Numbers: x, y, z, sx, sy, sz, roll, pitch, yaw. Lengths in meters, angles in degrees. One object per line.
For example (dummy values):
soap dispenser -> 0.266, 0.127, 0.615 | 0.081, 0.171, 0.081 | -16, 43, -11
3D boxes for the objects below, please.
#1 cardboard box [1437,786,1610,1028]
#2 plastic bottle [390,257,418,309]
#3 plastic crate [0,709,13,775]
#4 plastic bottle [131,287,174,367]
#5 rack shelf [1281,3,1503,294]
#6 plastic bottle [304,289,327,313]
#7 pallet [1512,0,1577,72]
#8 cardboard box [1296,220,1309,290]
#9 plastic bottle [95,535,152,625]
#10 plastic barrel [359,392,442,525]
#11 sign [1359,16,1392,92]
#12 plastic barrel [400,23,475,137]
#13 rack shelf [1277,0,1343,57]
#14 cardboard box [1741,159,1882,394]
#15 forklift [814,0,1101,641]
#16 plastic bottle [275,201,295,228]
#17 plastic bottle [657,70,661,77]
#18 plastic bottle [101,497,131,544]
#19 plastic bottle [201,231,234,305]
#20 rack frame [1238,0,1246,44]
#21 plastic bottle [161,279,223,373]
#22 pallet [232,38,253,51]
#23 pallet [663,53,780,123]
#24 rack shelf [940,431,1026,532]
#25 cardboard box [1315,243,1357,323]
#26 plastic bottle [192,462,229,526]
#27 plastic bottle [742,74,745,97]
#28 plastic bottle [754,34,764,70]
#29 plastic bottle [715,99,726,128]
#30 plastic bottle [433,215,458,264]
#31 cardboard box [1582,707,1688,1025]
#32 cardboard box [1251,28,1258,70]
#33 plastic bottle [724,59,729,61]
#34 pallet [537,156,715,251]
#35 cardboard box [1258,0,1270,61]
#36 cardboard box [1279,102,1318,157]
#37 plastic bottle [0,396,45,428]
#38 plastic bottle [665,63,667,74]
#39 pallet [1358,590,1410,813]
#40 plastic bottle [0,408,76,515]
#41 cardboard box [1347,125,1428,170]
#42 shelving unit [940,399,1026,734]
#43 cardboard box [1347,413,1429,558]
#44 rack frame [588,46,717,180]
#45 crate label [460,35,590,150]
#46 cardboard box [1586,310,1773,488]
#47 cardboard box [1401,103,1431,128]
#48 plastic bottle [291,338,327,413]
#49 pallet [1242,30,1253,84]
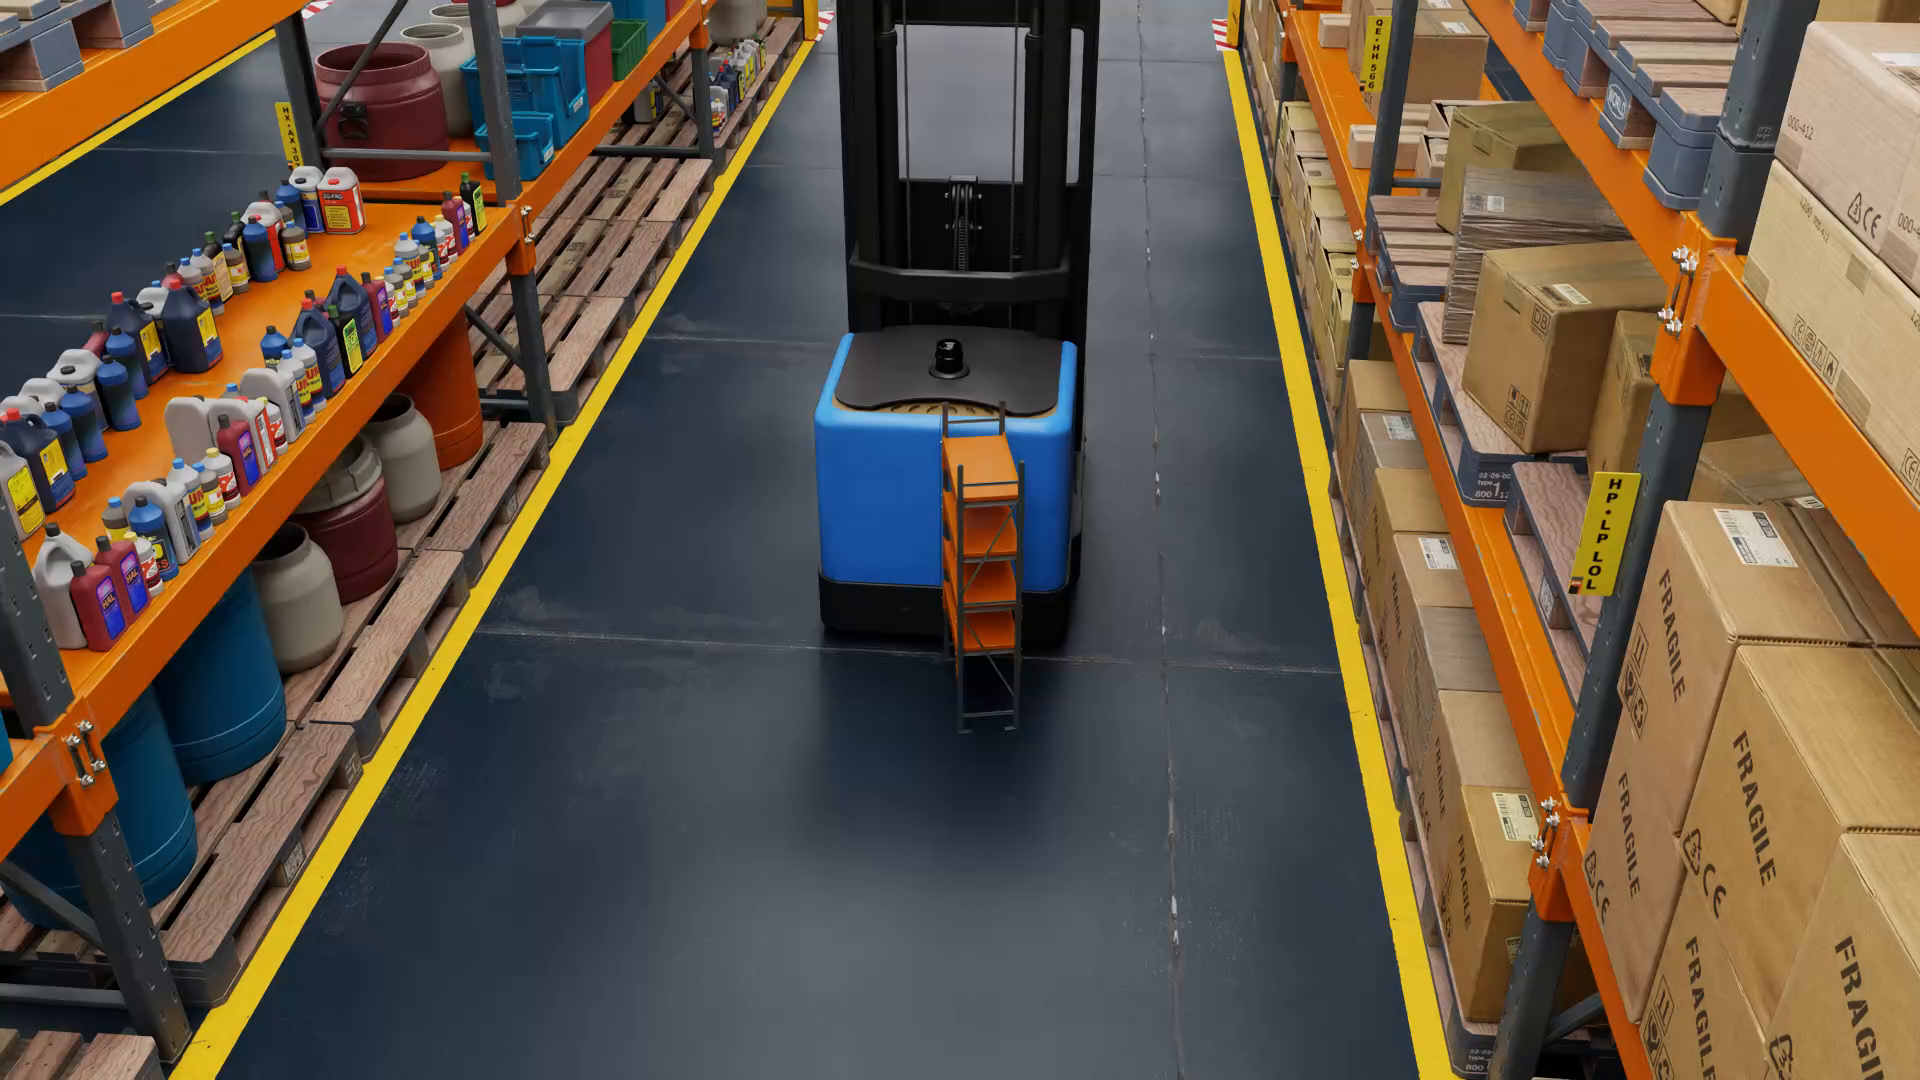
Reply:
cardboard box -> 1.781, 1.110, 5.052 | 0.500, 0.500, 0.500 | 2, 32, 4
plastic bottle -> -2.278, -1.052, 6.788 | 0.097, 0.201, 0.097 | 0, 32, 0
plastic crate -> -2.608, 0.530, 3.988 | 0.392, 0.384, 0.575 | 2, 32, 4
plastic bottle -> -3.055, -0.811, 6.325 | 0.152, 0.276, 0.135 | 2, 32, 4
rack shelf -> 2.515, -2.327, 9.353 | 1.077, 0.370, 4.000 | 2, 32, 4
plastic bottle -> -2.444, -0.834, 6.355 | 0.061, 0.283, 0.133 | 2, 32, 4
pallet -> 2.231, -1.574, 4.764 | 1.213, 0.211, 1.003 | 2, 32, 4
cardboard box -> 2.273, -1.683, 9.843 | 0.500, 0.250, 0.500 | 3, 32, 5
plastic bottle -> -2.444, 0.097, 4.845 | 0.061, 0.283, 0.133 | 2, 32, 4
plastic barrel -> -2.564, -0.365, 7.455 | 0.421, 0.512, 0.421 | 0, 32, 0
sign -> 1.798, -2.103, 7.199 | 0.100, 0.325, 0.005 | 2, 32, 4
plastic barrel -> -2.714, -2.396, 8.672 | 0.421, 0.512, 0.421 | 0, 32, 0
rack shelf -> 2.840, -4.419, 12.747 | 1.077, 0.370, 4.000 | 2, 32, 4
cardboard box -> 1.740, -0.466, 2.930 | 0.500, 0.250, 0.500 | 2, 32, 4
forklift -> 0.057, -1.577, 7.515 | 1.130, 2.935, 3.031 | 3, 32, 4
plastic bottle -> -2.987, -1.394, 7.342 | 0.097, 0.201, 0.097 | 0, 32, 0
plastic bottle -> -2.348, -3.551, 12.823 | 0.061, 0.283, 0.133 | 2, 32, 4
plastic bottle -> -2.589, -0.038, 5.142 | 0.097, 0.201, 0.097 | 0, 32, 0
plastic bottle -> -3.055, -1.108, 6.801 | 0.061, 0.283, 0.133 | 2, 32, 4
rack frame -> 3.003, -5.771, 14.255 | 1.000, 3.000, 0.127 | 2, 32, 4
plastic bottle -> -2.909, -0.823, 6.274 | 0.144, 0.351, 0.185 | 2, 32, 4
pallet -> -6.977, -4.546, 14.925 | 1.003, 0.211, 1.213 | 2, 32, 4
pallet -> -2.066, -3.695, 13.544 | 1.003, 0.211, 1.213 | 2, 32, 4
rack shelf -> 0.081, -0.223, 6.219 | 0.258, 0.148, 0.480 | -4, 32, -6
cardboard box -> 2.185, -1.391, 8.834 | 0.500, 0.311, 0.500 | 2, 32, 3
plastic bottle -> -2.418, -0.153, 5.328 | 0.097, 0.201, 0.097 | 0, 32, 0
plastic bottle -> -1.718, -3.539, 12.881 | 0.097, 0.201, 0.097 | 0, 32, 0
plastic bottle -> -1.637, -3.974, 13.510 | 0.061, 0.283, 0.133 | 3, 32, 5
plastic bottle -> -1.780, -3.143, 12.239 | 0.097, 0.201, 0.097 | 0, 32, 0
plastic bottle -> -2.239, -1.307, 7.201 | 0.097, 0.201, 0.097 | 0, 32, 0
cardboard box -> 1.713, 0.716, 3.633 | 0.500, 0.500, 0.500 | 3, 32, 5
cardboard box -> 2.660, -3.985, 13.578 | 0.500, 0.250, 0.500 | 2, 32, 4
plastic bottle -> -1.838, -3.694, 13.133 | 0.097, 0.201, 0.097 | 0, 32, 0
pallet -> -2.284, -2.293, 11.270 | 1.003, 0.211, 1.213 | 2, 32, 4
cardboard box -> 2.613, -4.043, 12.958 | 0.500, 0.500, 0.500 | 2, 32, 4
cardboard box -> 2.396, -2.721, 10.992 | 0.500, 0.311, 0.500 | 3, 32, 4
plastic bottle -> -3.130, -0.331, 5.547 | 0.152, 0.276, 0.135 | 2, 32, 4
plastic bottle -> -2.419, -3.896, 13.395 | 0.097, 0.271, 0.097 | 0, 32, 0
pallet -> 2.152, 0.624, 6.536 | 1.003, 0.211, 1.213 | 2, 32, 4
plastic bottle -> -3.003, -0.274, 5.382 | 0.144, 0.351, 0.185 | 2, 32, 4
cardboard box -> 2.150, -1.963, 8.315 | 0.380, 0.149, 0.250 | 2, 32, 4
shelving unit -> 0.081, 0.112, 6.425 | 0.258, 1.200, 0.503 | -4, 32, -6
cardboard box -> 1.993, -0.211, 7.197 | 0.500, 0.500, 0.500 | 1, 32, 2
rack frame -> -2.259, -3.893, 11.208 | 1.000, 3.000, 0.127 | 2, 32, 4
crate label -> -2.234, -2.324, 8.629 | 0.502, 0.435, 0.616 | 2, 32, 4
cardboard box -> 2.281, -0.318, 4.911 | 0.700, 0.500, 0.500 | 7, 32, 12
cardboard box -> 2.400, -2.150, 8.619 | 0.380, 0.149, 0.250 | 5, 32, 8
plastic bottle -> -2.354, -0.596, 5.981 | 0.097, 0.271, 0.097 | 0, 32, 0
pallet -> 2.983, -4.182, 14.335 | 1.003, 0.211, 1.213 | 2, 32, 4
